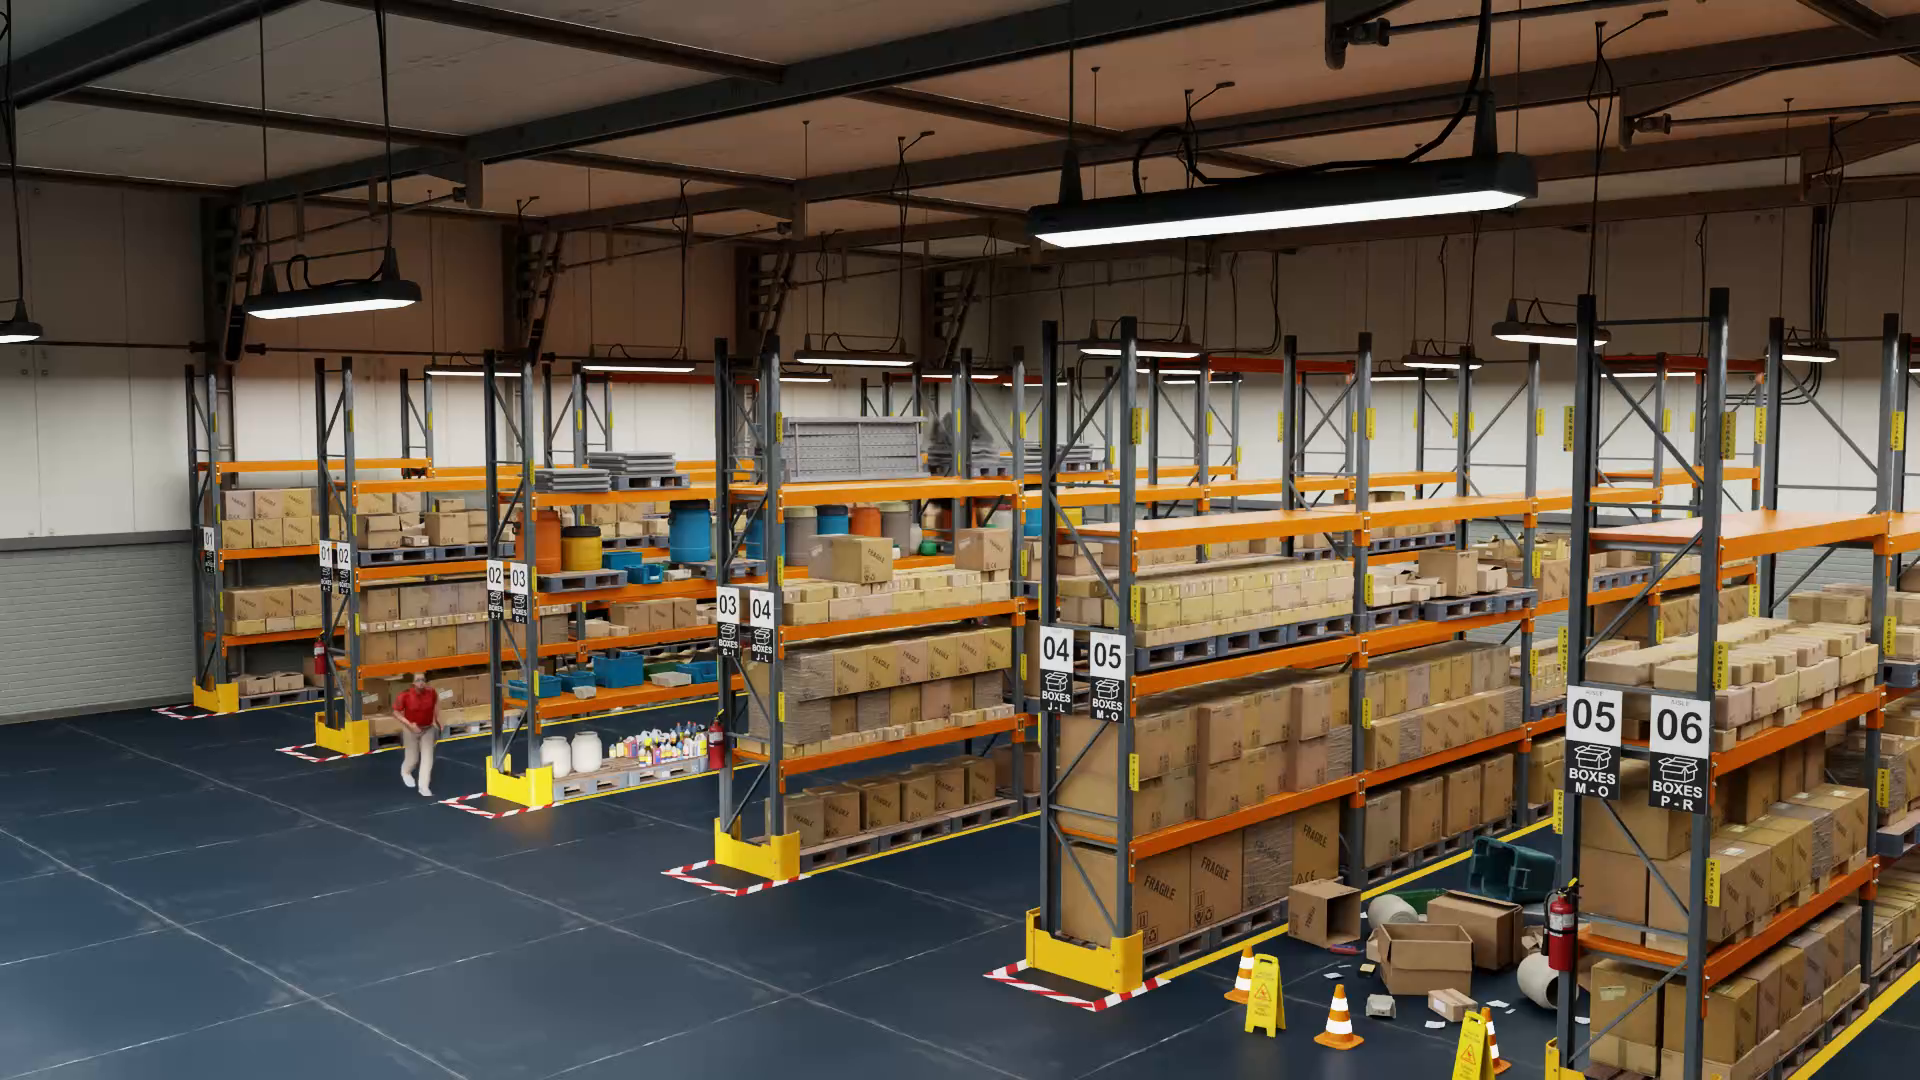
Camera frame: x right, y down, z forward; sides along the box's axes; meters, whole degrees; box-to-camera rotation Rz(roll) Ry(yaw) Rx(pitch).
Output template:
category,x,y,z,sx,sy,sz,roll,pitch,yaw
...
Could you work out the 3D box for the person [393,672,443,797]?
category,x,y,z,sx,sy,sz,roll,pitch,yaw
person,-7.396,2.603,22.600,0.658,1.689,0.847,-3,5,-33
